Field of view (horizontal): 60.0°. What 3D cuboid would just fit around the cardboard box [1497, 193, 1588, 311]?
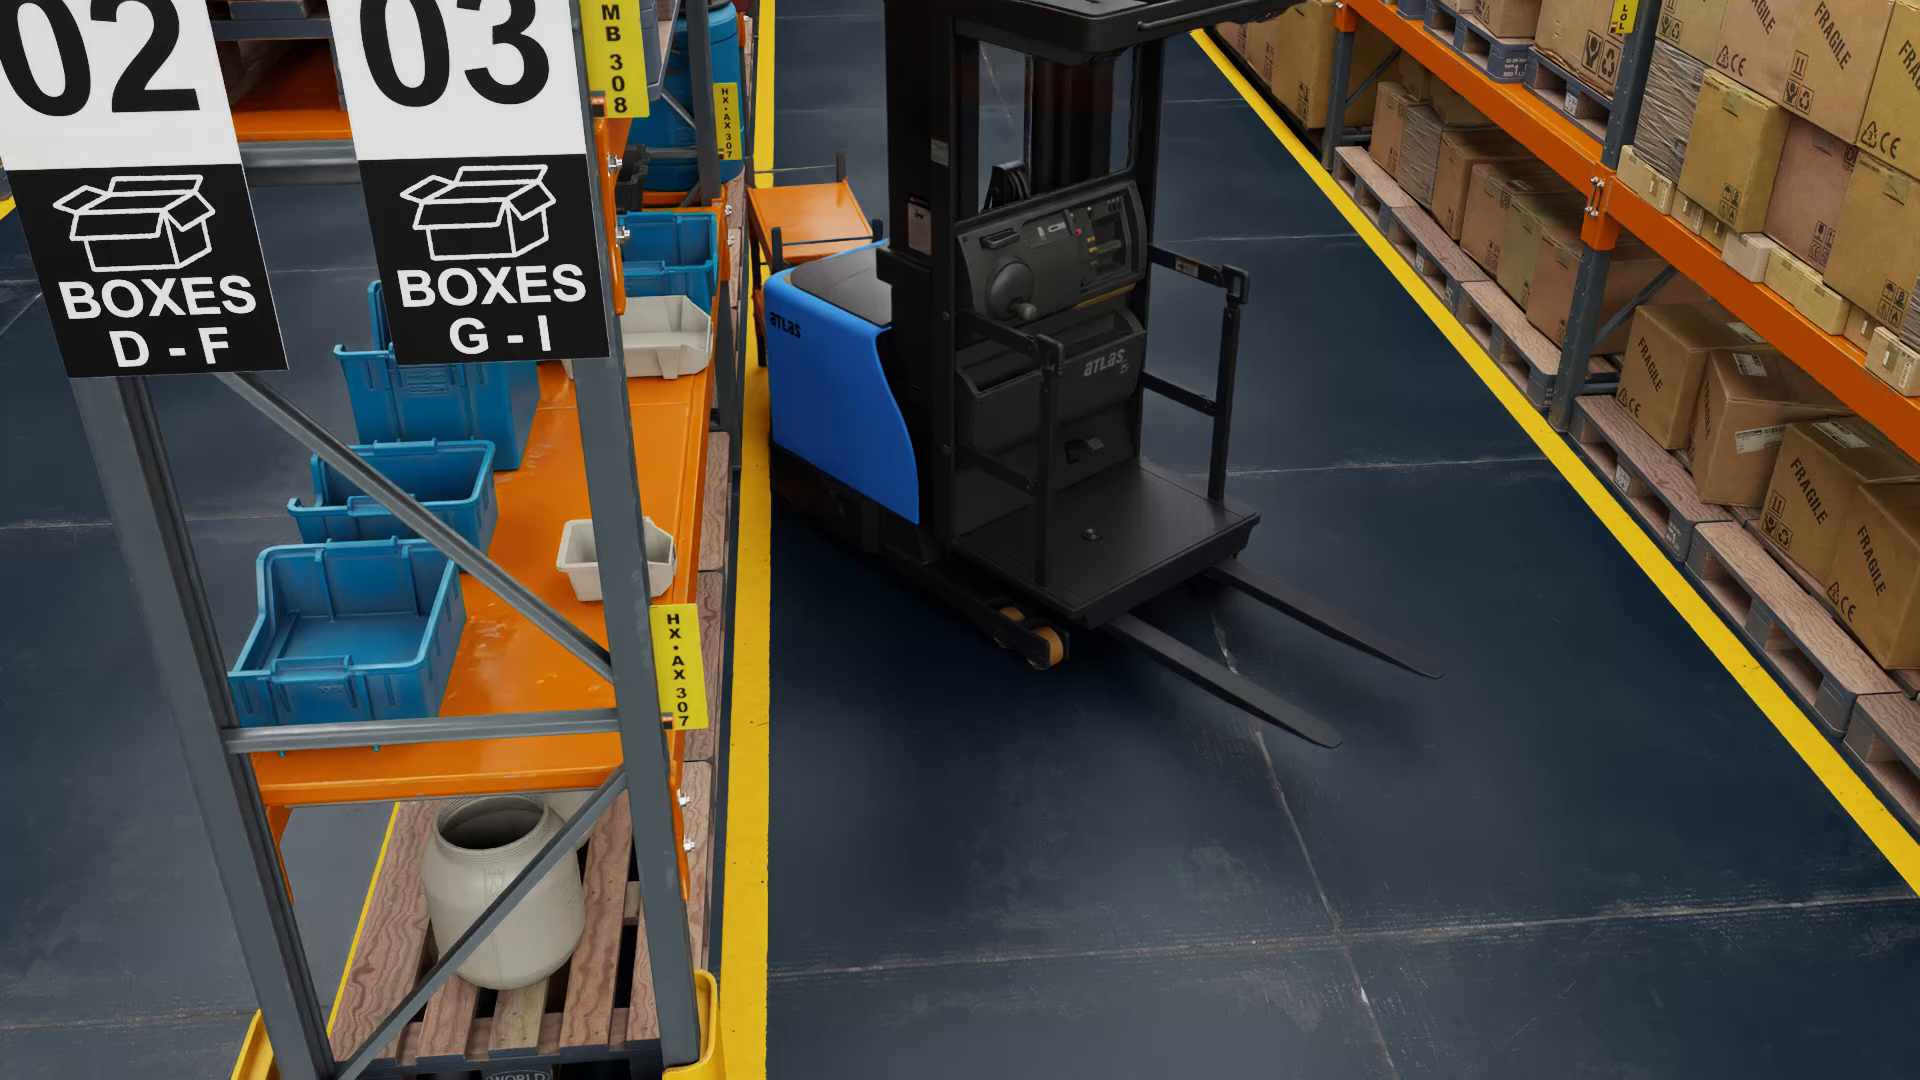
[{"bbox_3d":[3.342,-1.534,8.902,0.700,0.500,0.500,-3,31,-5],"label":"cardboard box"}]

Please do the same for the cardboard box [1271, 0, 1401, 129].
[{"bbox_3d":[2.986,-3.523,11.886,1.225,0.875,0.875,-4,31,-7],"label":"cardboard box"}]

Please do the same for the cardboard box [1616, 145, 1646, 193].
[{"bbox_3d":[3.125,-1.627,7.294,0.380,0.149,0.250,-3,31,-5],"label":"cardboard box"}]

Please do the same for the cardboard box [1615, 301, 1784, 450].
[{"bbox_3d":[3.401,-0.760,7.626,0.500,0.500,0.500,-4,31,-6],"label":"cardboard box"}]

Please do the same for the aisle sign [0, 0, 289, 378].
[{"bbox_3d":[-1.443,-0.645,2.870,0.394,0.787,0.004,-3,31,-5],"label":"aisle sign"}]

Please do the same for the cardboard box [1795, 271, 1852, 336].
[{"bbox_3d":[3.278,-0.862,6.013,0.380,0.149,0.250,-3,31,-5],"label":"cardboard box"}]

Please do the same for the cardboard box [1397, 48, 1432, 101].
[{"bbox_3d":[3.123,-2.999,10.623,0.500,0.250,0.500,-2,31,-3],"label":"cardboard box"}]

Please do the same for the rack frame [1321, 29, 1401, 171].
[{"bbox_3d":[3.030,-3.902,10.857,1.000,3.000,0.127,-3,31,-5],"label":"rack frame"}]

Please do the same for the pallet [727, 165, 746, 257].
[{"bbox_3d":[-1.867,-2.070,10.509,1.003,0.211,1.213,-3,31,-5],"label":"pallet"}]

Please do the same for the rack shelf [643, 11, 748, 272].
[{"bbox_3d":[-1.714,-2.334,8.935,1.077,0.370,4.000,-3,31,-5],"label":"rack shelf"}]

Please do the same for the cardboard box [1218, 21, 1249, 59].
[{"bbox_3d":[2.821,-4.430,13.404,1.225,0.875,0.875,-4,31,-6],"label":"cardboard box"}]

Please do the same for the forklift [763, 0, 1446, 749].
[{"bbox_3d":[0.504,-1.054,6.157,1.130,2.935,3.031,-25,39,-35],"label":"forklift"}]

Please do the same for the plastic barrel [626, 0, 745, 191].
[{"bbox_3d":[-1.262,-2.049,7.267,0.600,0.901,0.708,-3,31,-5],"label":"plastic barrel"}]

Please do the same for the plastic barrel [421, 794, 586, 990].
[{"bbox_3d":[-1.291,0.975,4.708,0.421,0.512,0.421,0,31,0],"label":"plastic barrel"}]

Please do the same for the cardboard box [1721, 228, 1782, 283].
[{"bbox_3d":[3.201,-1.116,6.438,0.380,0.149,0.250,-3,31,-5],"label":"cardboard box"}]

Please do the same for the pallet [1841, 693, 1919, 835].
[{"bbox_3d":[3.730,0.925,5.496,1.003,0.211,1.213,-3,31,-5],"label":"pallet"}]

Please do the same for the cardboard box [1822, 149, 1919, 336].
[{"bbox_3d":[3.549,-1.033,5.666,0.875,0.500,0.500,-3,31,-5],"label":"cardboard box"}]

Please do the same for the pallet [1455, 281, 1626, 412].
[{"bbox_3d":[3.330,-1.060,8.818,1.003,0.211,1.213,-3,31,-5],"label":"pallet"}]

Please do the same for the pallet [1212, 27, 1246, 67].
[{"bbox_3d":[2.804,-4.356,14.338,1.003,0.211,1.213,-3,31,-5],"label":"pallet"}]

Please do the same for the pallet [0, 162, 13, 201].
[{"bbox_3d":[-6.865,-2.615,11.422,1.003,0.211,1.213,-3,31,-5],"label":"pallet"}]

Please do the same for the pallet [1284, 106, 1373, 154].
[{"bbox_3d":[3.032,-3.111,12.252,1.003,0.211,1.213,-3,31,-5],"label":"pallet"}]

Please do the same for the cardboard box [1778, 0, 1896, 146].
[{"bbox_3d":[3.287,-1.707,5.820,0.500,0.500,0.500,-3,31,-5],"label":"cardboard box"}]

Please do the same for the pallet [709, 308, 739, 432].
[{"bbox_3d":[-1.639,-0.824,8.424,1.003,0.211,1.213,-3,31,-5],"label":"pallet"}]

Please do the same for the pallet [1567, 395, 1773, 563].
[{"bbox_3d":[3.502,-0.321,7.582,1.003,0.211,1.213,-3,31,-5],"label":"pallet"}]

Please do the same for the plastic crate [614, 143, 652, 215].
[{"bbox_3d":[-1.605,-1.322,6.599,0.767,0.338,0.504,-3,31,-5],"label":"plastic crate"}]

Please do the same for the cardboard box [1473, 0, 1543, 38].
[{"bbox_3d":[3.150,-2.965,8.778,0.797,0.503,0.637,0,31,0],"label":"cardboard box"}]

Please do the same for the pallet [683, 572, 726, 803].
[{"bbox_3d":[-1.389,0.544,6.133,1.003,0.211,1.213,-3,31,-5],"label":"pallet"}]

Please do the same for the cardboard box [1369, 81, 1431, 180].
[{"bbox_3d":[3.113,-2.676,10.814,0.700,0.500,0.500,-4,31,-7],"label":"cardboard box"}]

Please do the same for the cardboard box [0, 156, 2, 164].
[{"bbox_3d":[-6.591,-2.791,11.006,0.500,0.500,0.500,-1,31,-2],"label":"cardboard box"}]

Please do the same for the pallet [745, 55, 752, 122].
[{"bbox_3d":[-2.127,-3.489,12.886,1.003,0.211,1.213,-3,31,-5],"label":"pallet"}]

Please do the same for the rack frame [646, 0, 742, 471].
[{"bbox_3d":[-1.527,-1.622,7.041,1.000,3.000,0.127,-3,31,-5],"label":"rack frame"}]

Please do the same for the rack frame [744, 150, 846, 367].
[{"bbox_3d":[-0.821,-1.434,8.555,0.500,1.125,0.032,-7,32,-11],"label":"rack frame"}]

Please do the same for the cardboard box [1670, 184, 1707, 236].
[{"bbox_3d":[3.186,-1.373,6.868,0.380,0.149,0.250,-3,31,-5],"label":"cardboard box"}]

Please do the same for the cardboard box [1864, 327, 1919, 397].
[{"bbox_3d":[3.301,-0.606,5.584,0.380,0.149,0.250,-3,31,-5],"label":"cardboard box"}]

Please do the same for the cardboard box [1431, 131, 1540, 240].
[{"bbox_3d":[3.237,-2.105,9.857,0.700,0.500,0.500,0,31,0],"label":"cardboard box"}]

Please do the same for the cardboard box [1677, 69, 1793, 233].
[{"bbox_3d":[3.396,-1.540,6.516,0.875,0.500,0.500,-3,31,-5],"label":"cardboard box"}]

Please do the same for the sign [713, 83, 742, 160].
[{"bbox_3d":[-0.979,-1.762,7.004,0.100,0.325,0.005,-3,31,-5],"label":"sign"}]

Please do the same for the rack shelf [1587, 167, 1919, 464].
[{"bbox_3d":[3.591,-0.530,5.913,1.077,0.370,4.000,-3,31,-5],"label":"rack shelf"}]

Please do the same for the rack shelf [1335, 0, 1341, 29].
[{"bbox_3d":[2.843,-4.614,12.751,1.077,0.370,4.000,-3,31,-5],"label":"rack shelf"}]

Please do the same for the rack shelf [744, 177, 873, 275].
[{"bbox_3d":[-0.707,-1.432,7.979,0.538,0.278,1.000,-7,32,-11],"label":"rack shelf"}]

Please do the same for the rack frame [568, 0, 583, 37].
[{"bbox_3d":[-1.154,-2.155,2.083,1.000,3.000,0.127,-3,31,-5],"label":"rack frame"}]

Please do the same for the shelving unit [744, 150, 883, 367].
[{"bbox_3d":[-0.707,-1.180,8.129,0.538,1.125,1.048,-7,32,-11],"label":"shelving unit"}]

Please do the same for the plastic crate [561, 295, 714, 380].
[{"bbox_3d":[-1.123,-0.692,5.741,0.530,0.136,0.437,-3,31,-5],"label":"plastic crate"}]

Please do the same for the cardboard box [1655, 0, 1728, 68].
[{"bbox_3d":[3.193,-2.217,6.675,0.500,0.500,0.500,-3,31,-5],"label":"cardboard box"}]

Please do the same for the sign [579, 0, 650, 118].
[{"bbox_3d":[-0.606,-0.896,2.891,0.100,0.325,0.005,-3,31,-5],"label":"sign"}]

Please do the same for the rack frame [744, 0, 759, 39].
[{"bbox_3d":[-2.275,-5.707,13.879,1.000,3.000,0.127,-3,31,-5],"label":"rack frame"}]

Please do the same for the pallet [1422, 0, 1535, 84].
[{"bbox_3d":[3.256,-2.811,9.217,1.003,0.211,1.213,-3,31,-5],"label":"pallet"}]

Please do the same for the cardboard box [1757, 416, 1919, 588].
[{"bbox_3d":[3.599,-0.155,6.613,0.500,0.500,0.500,-5,31,-9],"label":"cardboard box"}]

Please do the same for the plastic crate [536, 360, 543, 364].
[{"bbox_3d":[-1.682,-0.825,5.912,0.450,0.188,0.662,-3,31,-5],"label":"plastic crate"}]

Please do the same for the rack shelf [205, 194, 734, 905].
[{"bbox_3d":[-1.341,-0.292,5.516,1.077,0.370,4.000,-3,31,-5],"label":"rack shelf"}]

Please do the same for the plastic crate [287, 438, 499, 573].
[{"bbox_3d":[-1.553,-0.089,4.619,0.499,0.251,0.408,-3,31,-5],"label":"plastic crate"}]

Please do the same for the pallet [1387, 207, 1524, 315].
[{"bbox_3d":[3.213,-1.684,9.864,1.003,0.211,1.213,-3,31,-5],"label":"pallet"}]
